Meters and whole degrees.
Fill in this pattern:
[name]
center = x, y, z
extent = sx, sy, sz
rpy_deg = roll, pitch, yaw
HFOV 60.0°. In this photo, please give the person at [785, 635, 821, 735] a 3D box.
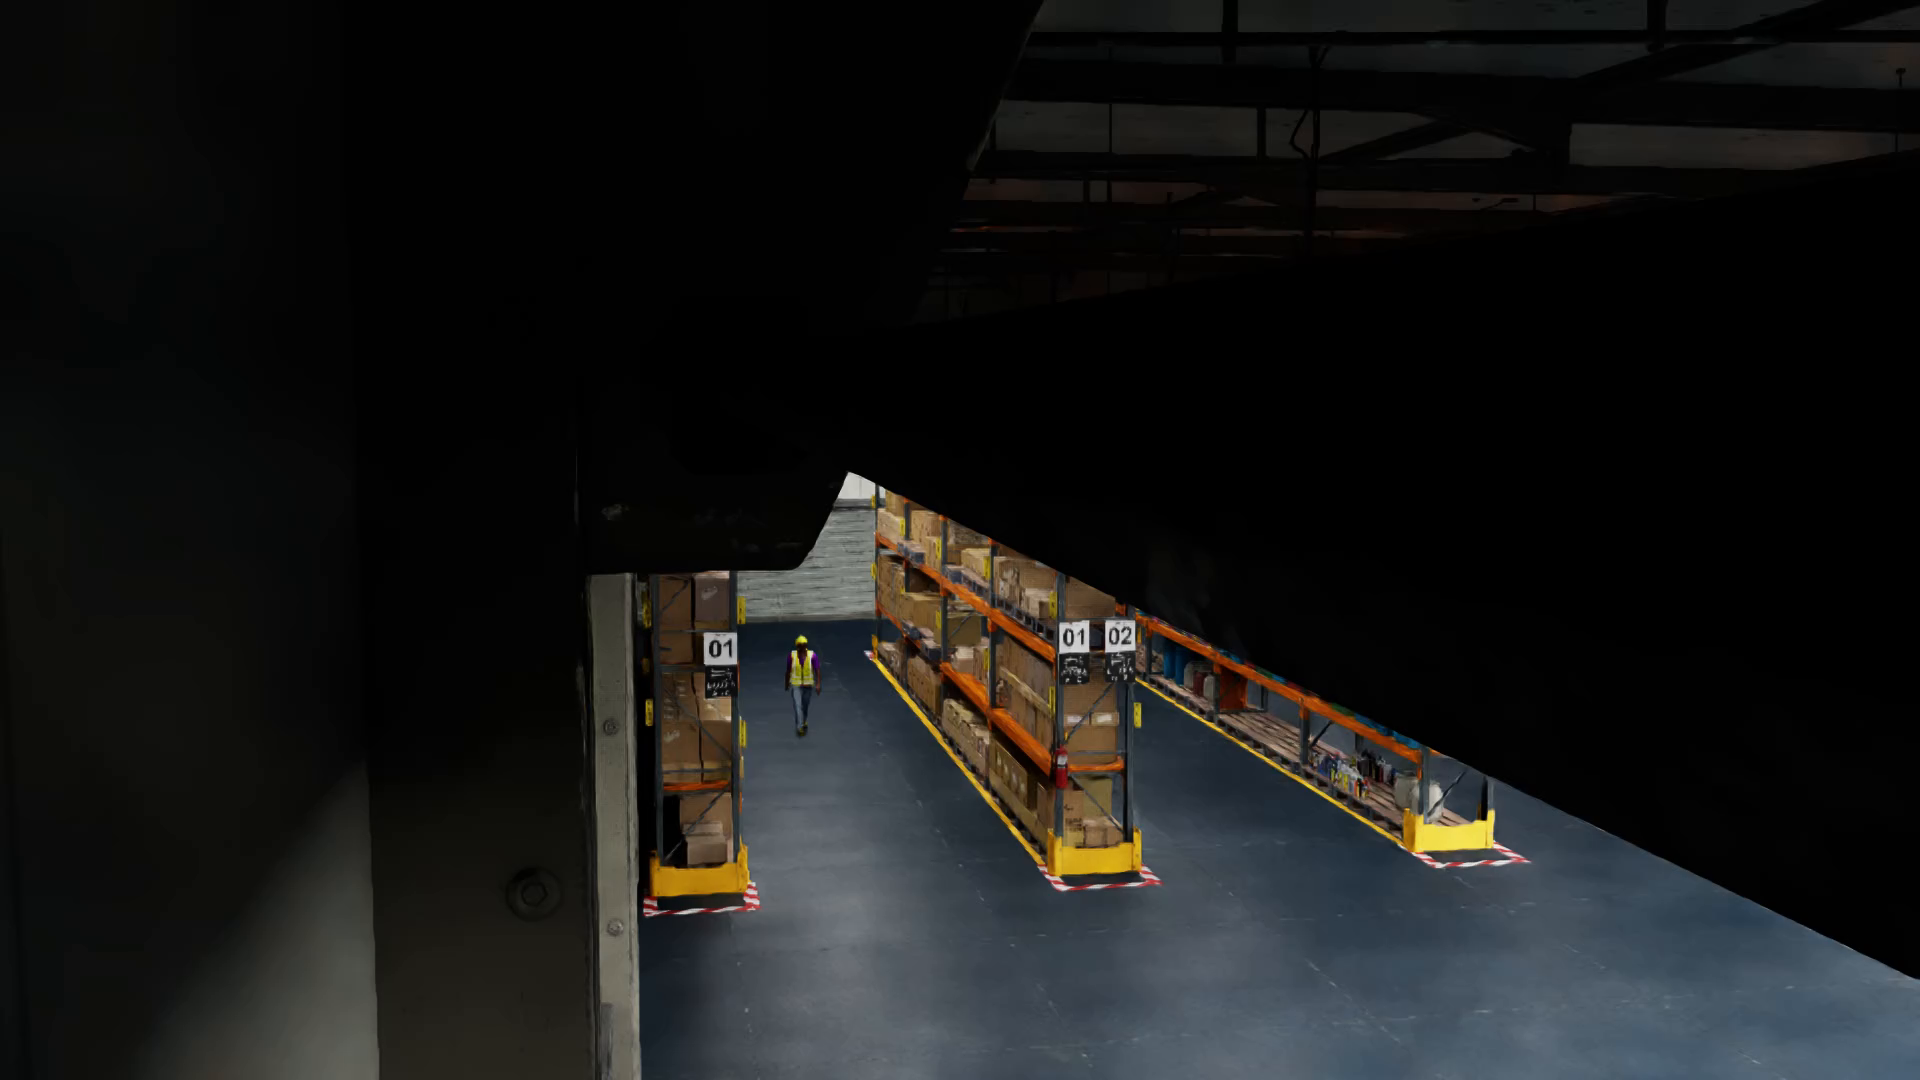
[person]
center = -2.730, 2.503, 29.015
extent = 0.589, 1.716, 1.040
rpy_deg = -1, 6, -12
